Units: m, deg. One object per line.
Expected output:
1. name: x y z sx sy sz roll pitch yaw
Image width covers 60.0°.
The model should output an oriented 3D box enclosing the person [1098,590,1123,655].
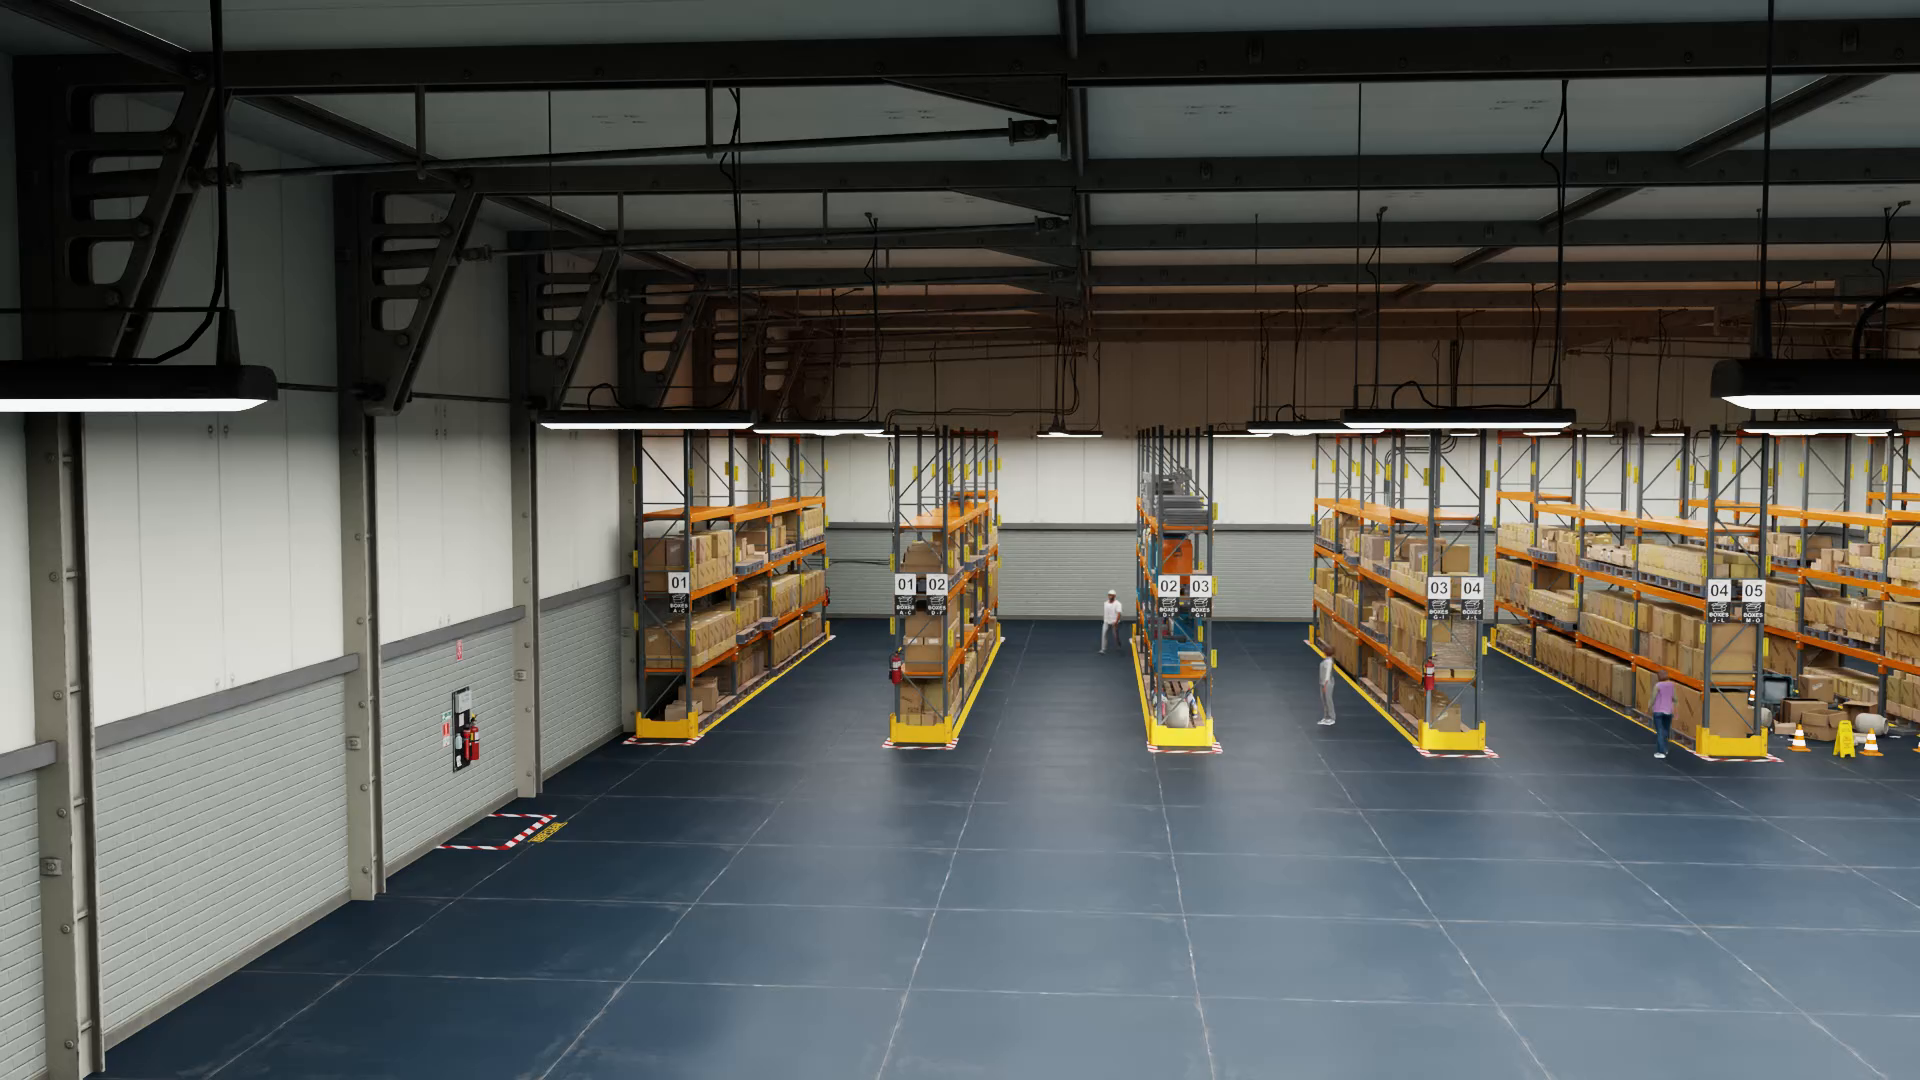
1. person: 4.036 2.201 44.466 0.605 1.724 1.035 2 4 29

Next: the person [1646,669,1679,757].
1. person: 12.669 3.146 29.968 0.534 1.607 0.695 1 3 11

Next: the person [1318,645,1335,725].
1. person: 7.382 2.936 33.482 0.354 1.589 0.474 -1 3 -11
